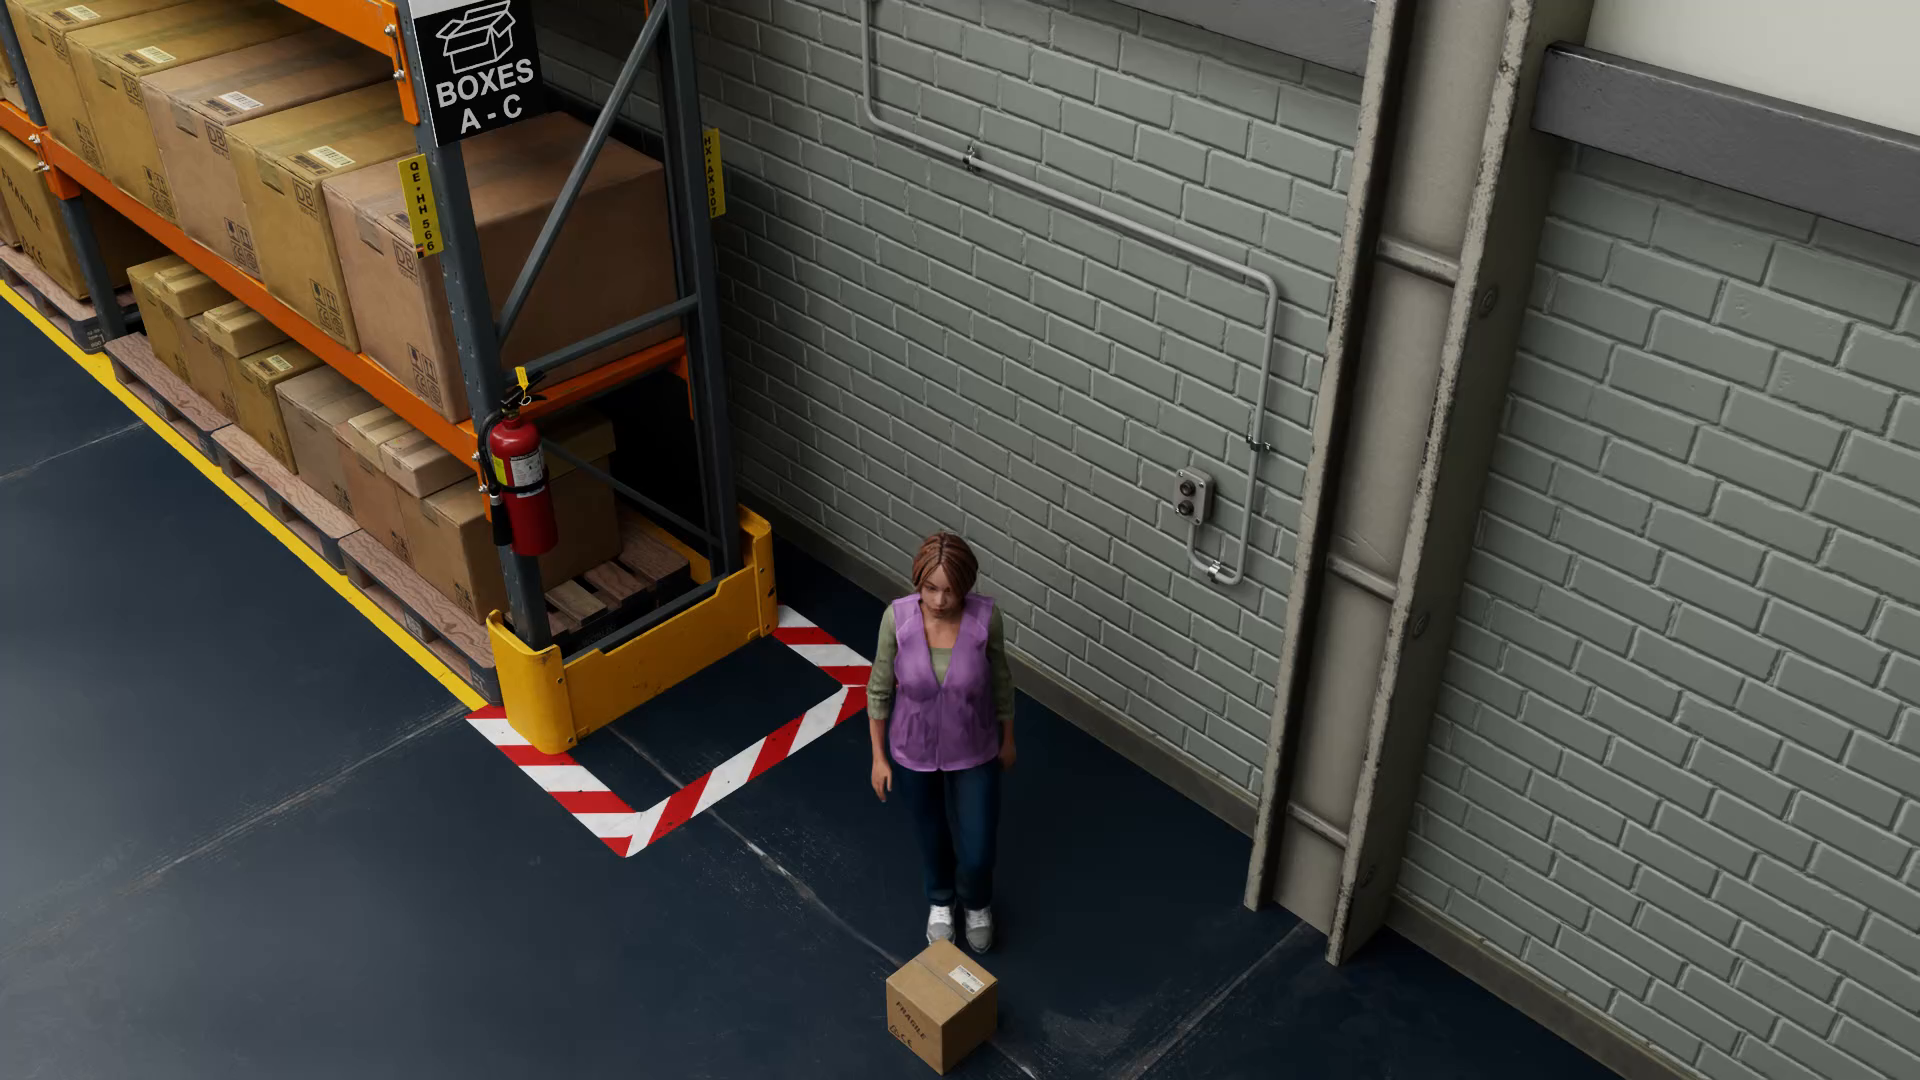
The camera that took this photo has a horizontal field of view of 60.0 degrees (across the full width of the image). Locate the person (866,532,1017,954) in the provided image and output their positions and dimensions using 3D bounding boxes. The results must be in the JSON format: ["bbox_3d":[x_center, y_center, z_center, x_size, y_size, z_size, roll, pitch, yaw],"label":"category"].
[{"bbox_3d":[-0.062,0.695,5.181,0.465,1.610,0.405,3,36,4],"label":"person"}]
